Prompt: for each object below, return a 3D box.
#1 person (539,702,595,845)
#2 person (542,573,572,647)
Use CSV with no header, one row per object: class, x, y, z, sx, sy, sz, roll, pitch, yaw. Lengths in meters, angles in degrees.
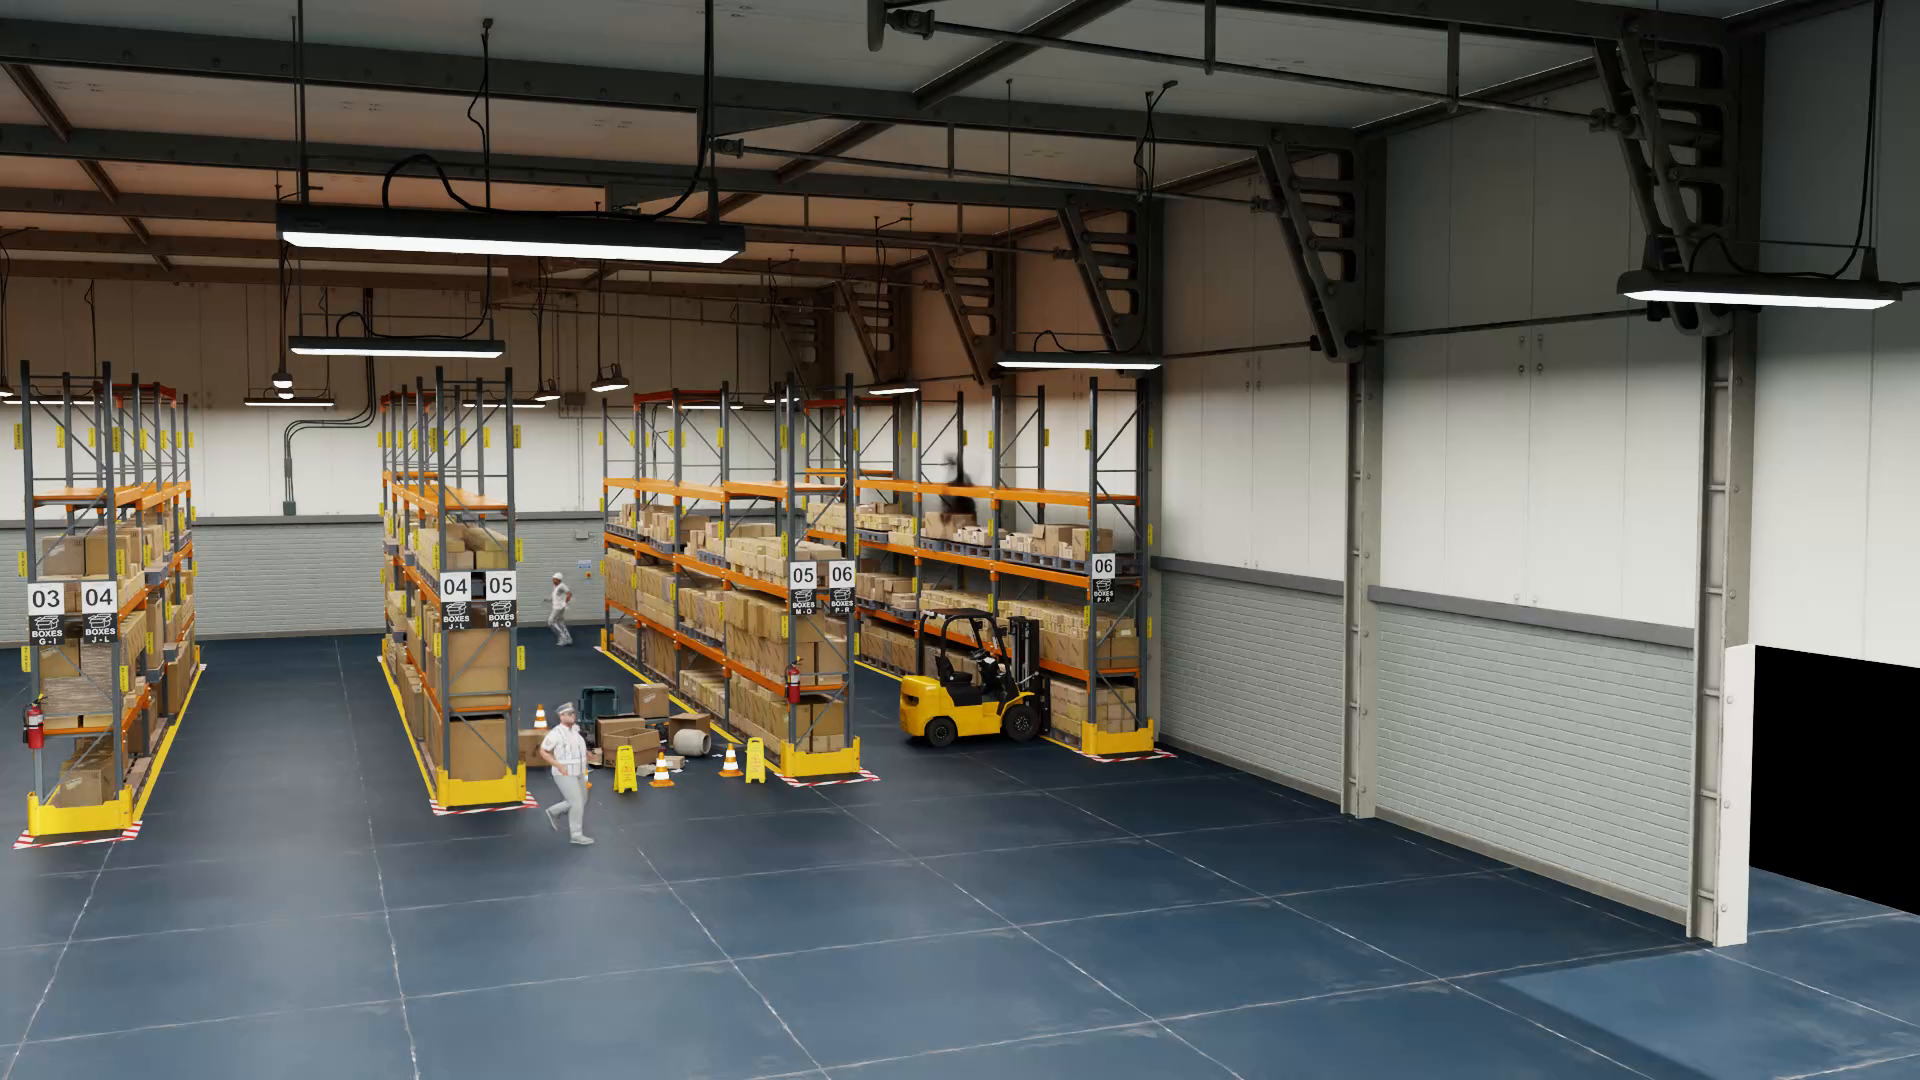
person,-4.879,2.885,20.684,0.800,1.741,0.675,2,4,26
person,-9.780,1.700,40.386,0.690,1.800,0.714,-1,4,-22
